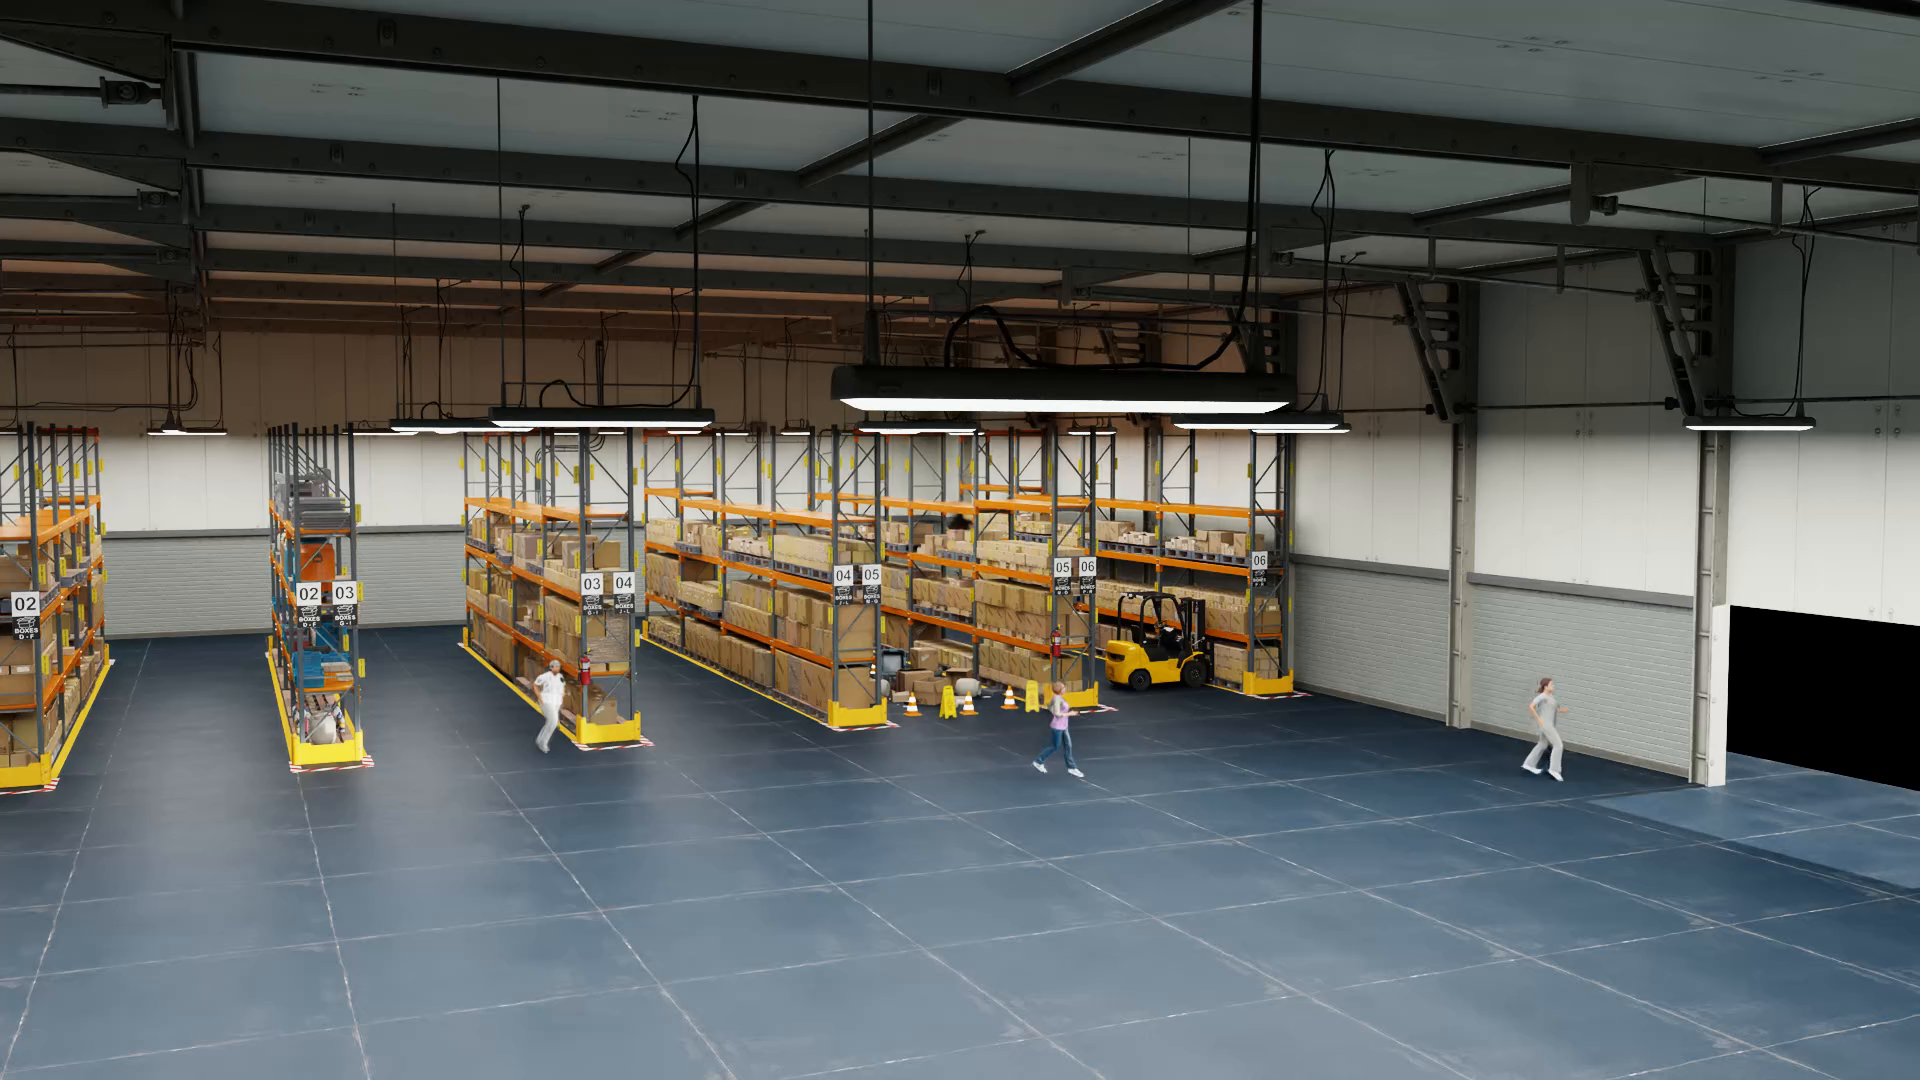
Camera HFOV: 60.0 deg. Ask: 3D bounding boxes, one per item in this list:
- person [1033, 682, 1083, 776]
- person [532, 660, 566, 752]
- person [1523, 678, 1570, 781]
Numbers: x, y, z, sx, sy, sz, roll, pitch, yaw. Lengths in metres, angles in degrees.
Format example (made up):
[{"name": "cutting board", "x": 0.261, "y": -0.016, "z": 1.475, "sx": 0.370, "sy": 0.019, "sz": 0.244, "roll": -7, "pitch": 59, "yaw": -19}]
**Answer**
[{"name": "person", "x": 1.655, "y": 3.189, "z": 28.046, "sx": 0.851, "sy": 1.599, "sz": 0.535, "roll": 1, "pitch": 4, "yaw": 13}, {"name": "person", "x": -7.520, "y": 3.046, "z": 30.616, "sx": 0.619, "sy": 1.668, "sz": 0.618, "roll": 2, "pitch": 4, "yaw": 32}, {"name": "person", "x": 9.862, "y": 3.175, "z": 27.988, "sx": 0.763, "sy": 1.728, "sz": 0.538, "roll": 2, "pitch": 4, "yaw": 31}]
